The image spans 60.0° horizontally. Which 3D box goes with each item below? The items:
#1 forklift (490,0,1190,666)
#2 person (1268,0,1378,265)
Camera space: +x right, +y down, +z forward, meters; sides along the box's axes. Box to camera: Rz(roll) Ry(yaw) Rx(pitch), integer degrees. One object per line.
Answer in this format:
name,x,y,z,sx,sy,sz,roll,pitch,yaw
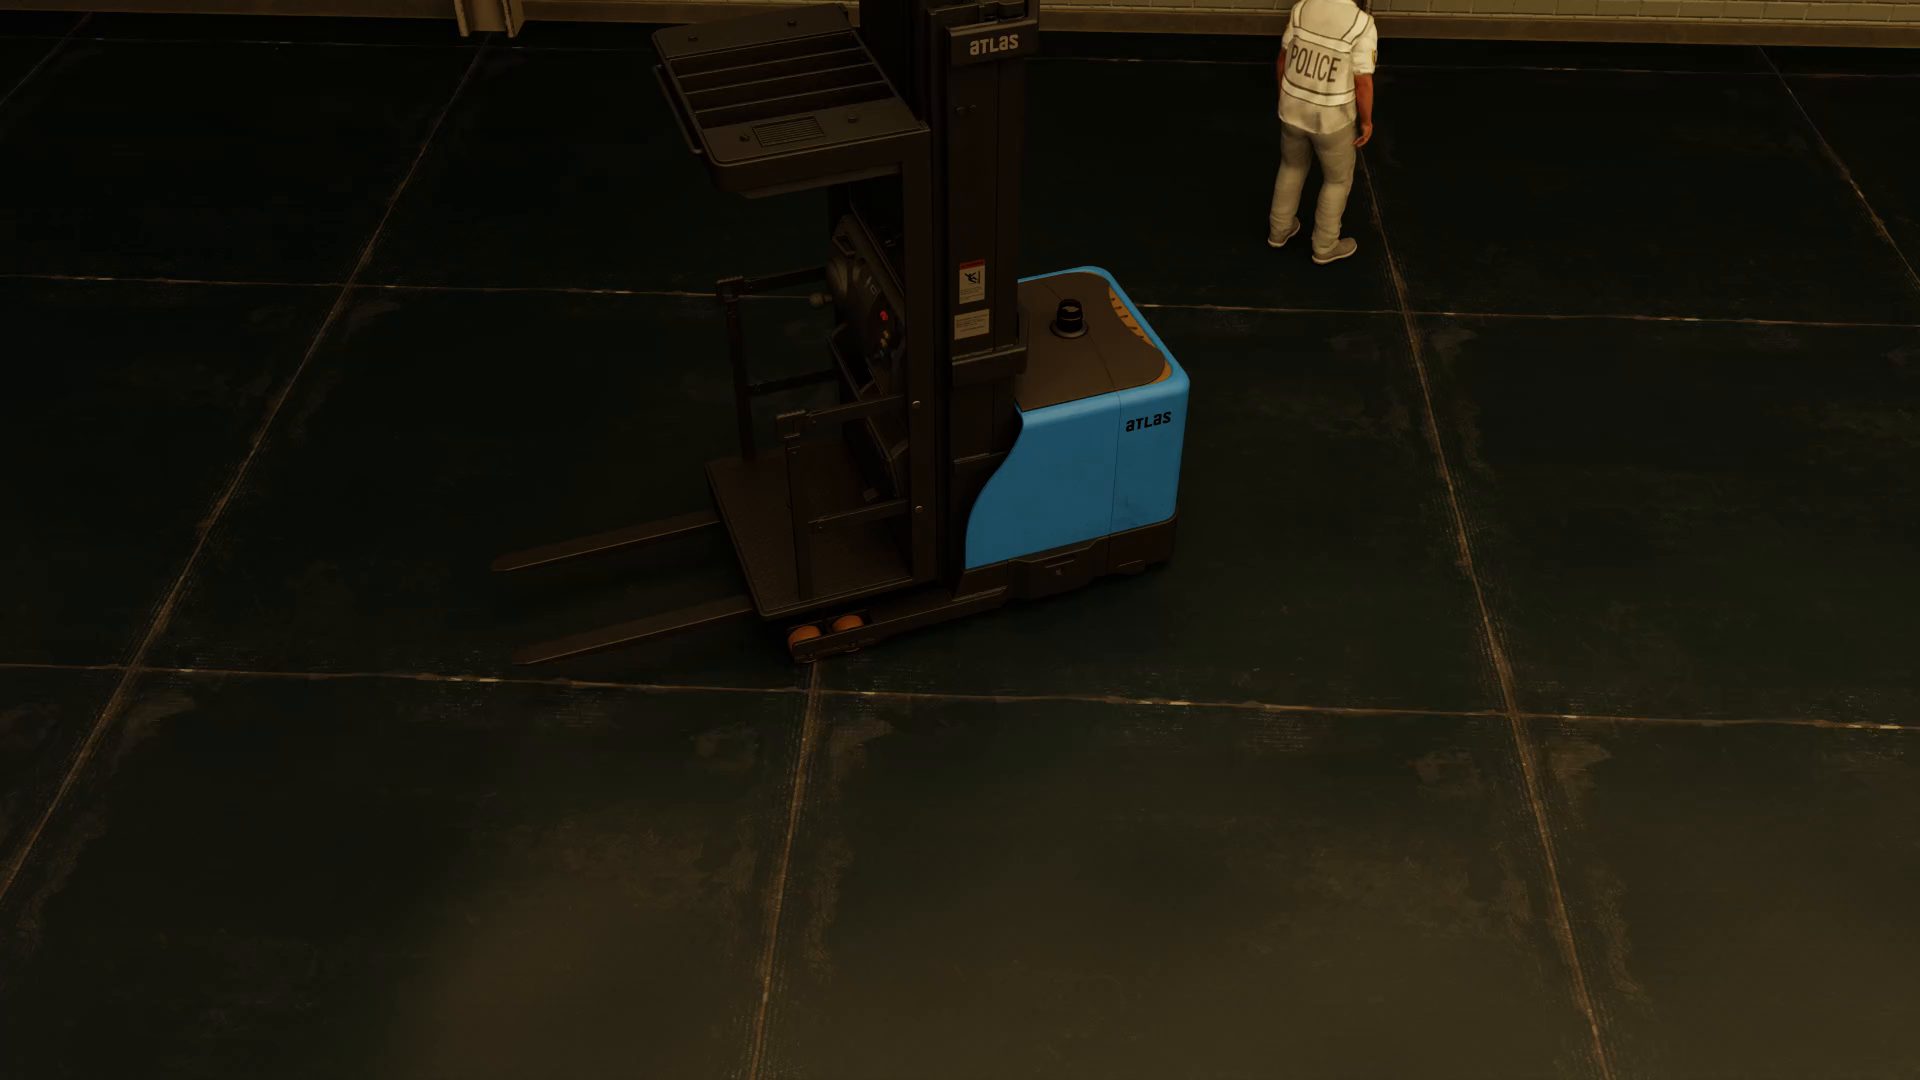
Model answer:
forklift,-0.573,-0.945,6.778,3.031,2.935,1.130,-13,44,-14
person,2.001,-2.374,9.218,0.585,1.749,0.435,29,50,28
